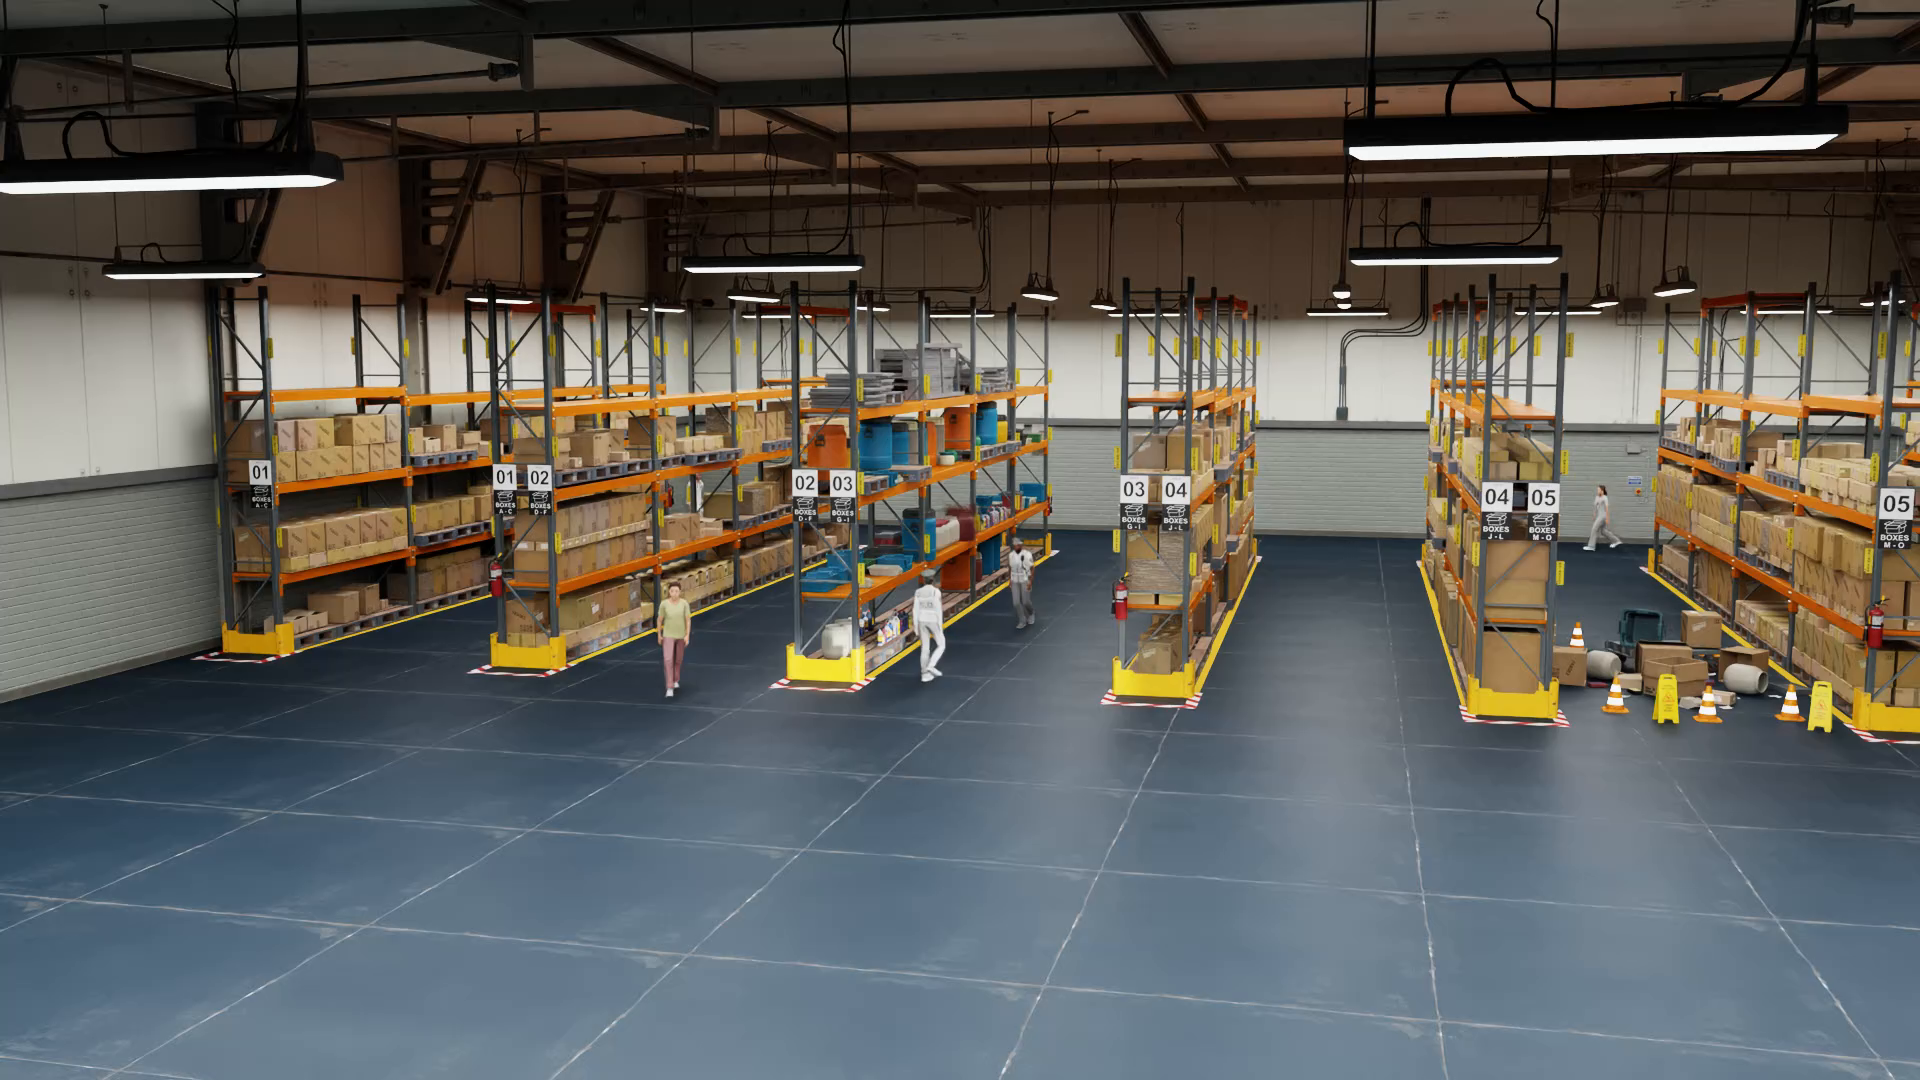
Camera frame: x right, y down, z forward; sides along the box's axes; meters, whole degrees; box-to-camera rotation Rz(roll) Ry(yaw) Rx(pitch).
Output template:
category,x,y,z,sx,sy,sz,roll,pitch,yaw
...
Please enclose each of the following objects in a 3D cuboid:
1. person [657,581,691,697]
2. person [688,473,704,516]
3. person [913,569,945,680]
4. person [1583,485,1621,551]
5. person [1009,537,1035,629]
category,x,y,z,sx,sy,sz,roll,pitch,yaw
person,-4.135,1.405,24.113,0.483,1.617,0.975,-3,7,-23
person,-7.060,-0.971,44.257,0.833,1.758,0.552,2,7,14
person,-0.485,1.288,25.129,0.523,1.667,0.462,3,7,25
person,15.956,-0.554,41.265,0.972,1.631,0.436,0,7,2
person,1.139,0.751,29.988,0.507,1.654,0.594,3,7,25
